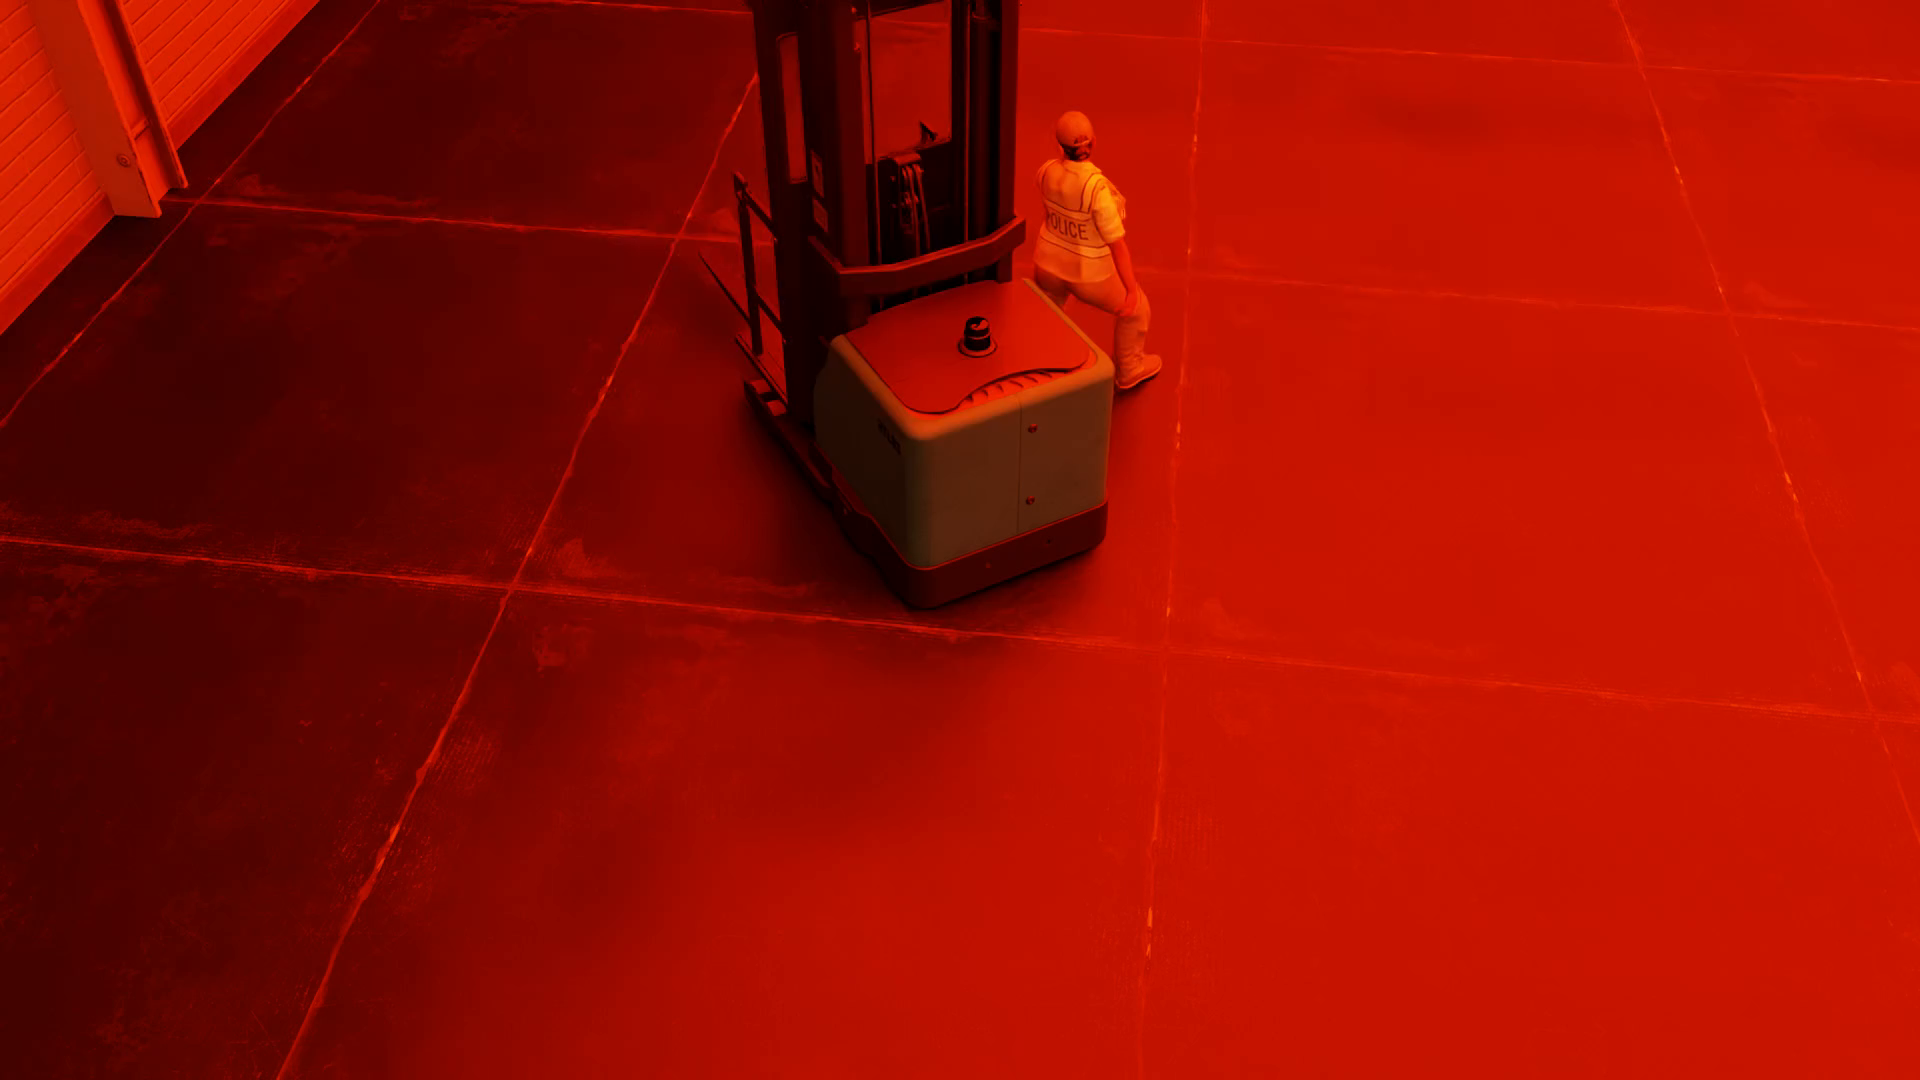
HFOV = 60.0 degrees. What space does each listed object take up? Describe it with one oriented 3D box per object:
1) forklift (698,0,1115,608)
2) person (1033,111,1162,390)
[{"bbox_3d":[-0.458,-1.765,7.645,1.130,2.935,3.031,-20,46,-21],"label":"forklift"},{"bbox_3d":[0.659,-1.371,8.217,0.638,1.583,0.810,27,49,26],"label":"person"}]
